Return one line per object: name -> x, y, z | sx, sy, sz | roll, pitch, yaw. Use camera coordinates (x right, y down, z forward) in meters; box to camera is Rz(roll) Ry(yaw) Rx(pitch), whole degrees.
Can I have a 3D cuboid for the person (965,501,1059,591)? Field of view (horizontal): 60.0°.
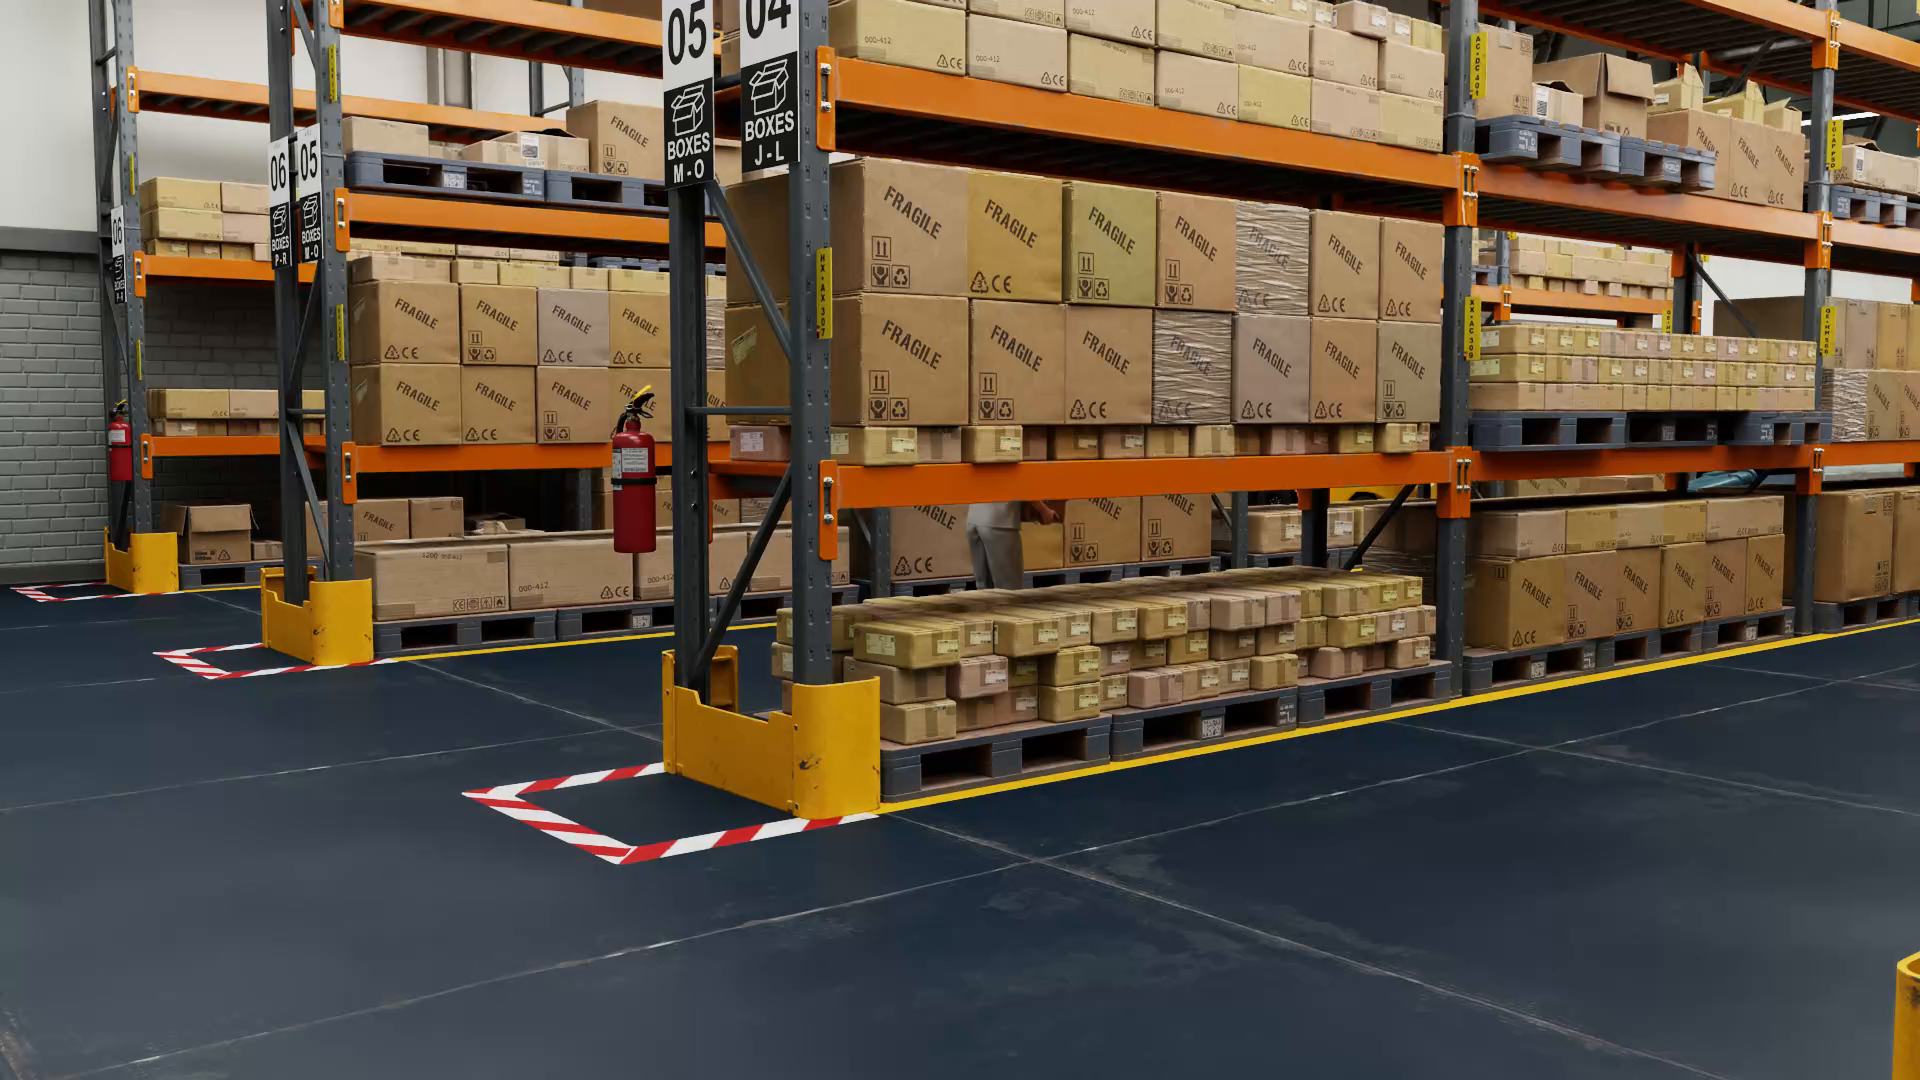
person -> 0.245, -0.040, 9.300 | 0.551, 1.663, 0.439 | -2, 5, -29
